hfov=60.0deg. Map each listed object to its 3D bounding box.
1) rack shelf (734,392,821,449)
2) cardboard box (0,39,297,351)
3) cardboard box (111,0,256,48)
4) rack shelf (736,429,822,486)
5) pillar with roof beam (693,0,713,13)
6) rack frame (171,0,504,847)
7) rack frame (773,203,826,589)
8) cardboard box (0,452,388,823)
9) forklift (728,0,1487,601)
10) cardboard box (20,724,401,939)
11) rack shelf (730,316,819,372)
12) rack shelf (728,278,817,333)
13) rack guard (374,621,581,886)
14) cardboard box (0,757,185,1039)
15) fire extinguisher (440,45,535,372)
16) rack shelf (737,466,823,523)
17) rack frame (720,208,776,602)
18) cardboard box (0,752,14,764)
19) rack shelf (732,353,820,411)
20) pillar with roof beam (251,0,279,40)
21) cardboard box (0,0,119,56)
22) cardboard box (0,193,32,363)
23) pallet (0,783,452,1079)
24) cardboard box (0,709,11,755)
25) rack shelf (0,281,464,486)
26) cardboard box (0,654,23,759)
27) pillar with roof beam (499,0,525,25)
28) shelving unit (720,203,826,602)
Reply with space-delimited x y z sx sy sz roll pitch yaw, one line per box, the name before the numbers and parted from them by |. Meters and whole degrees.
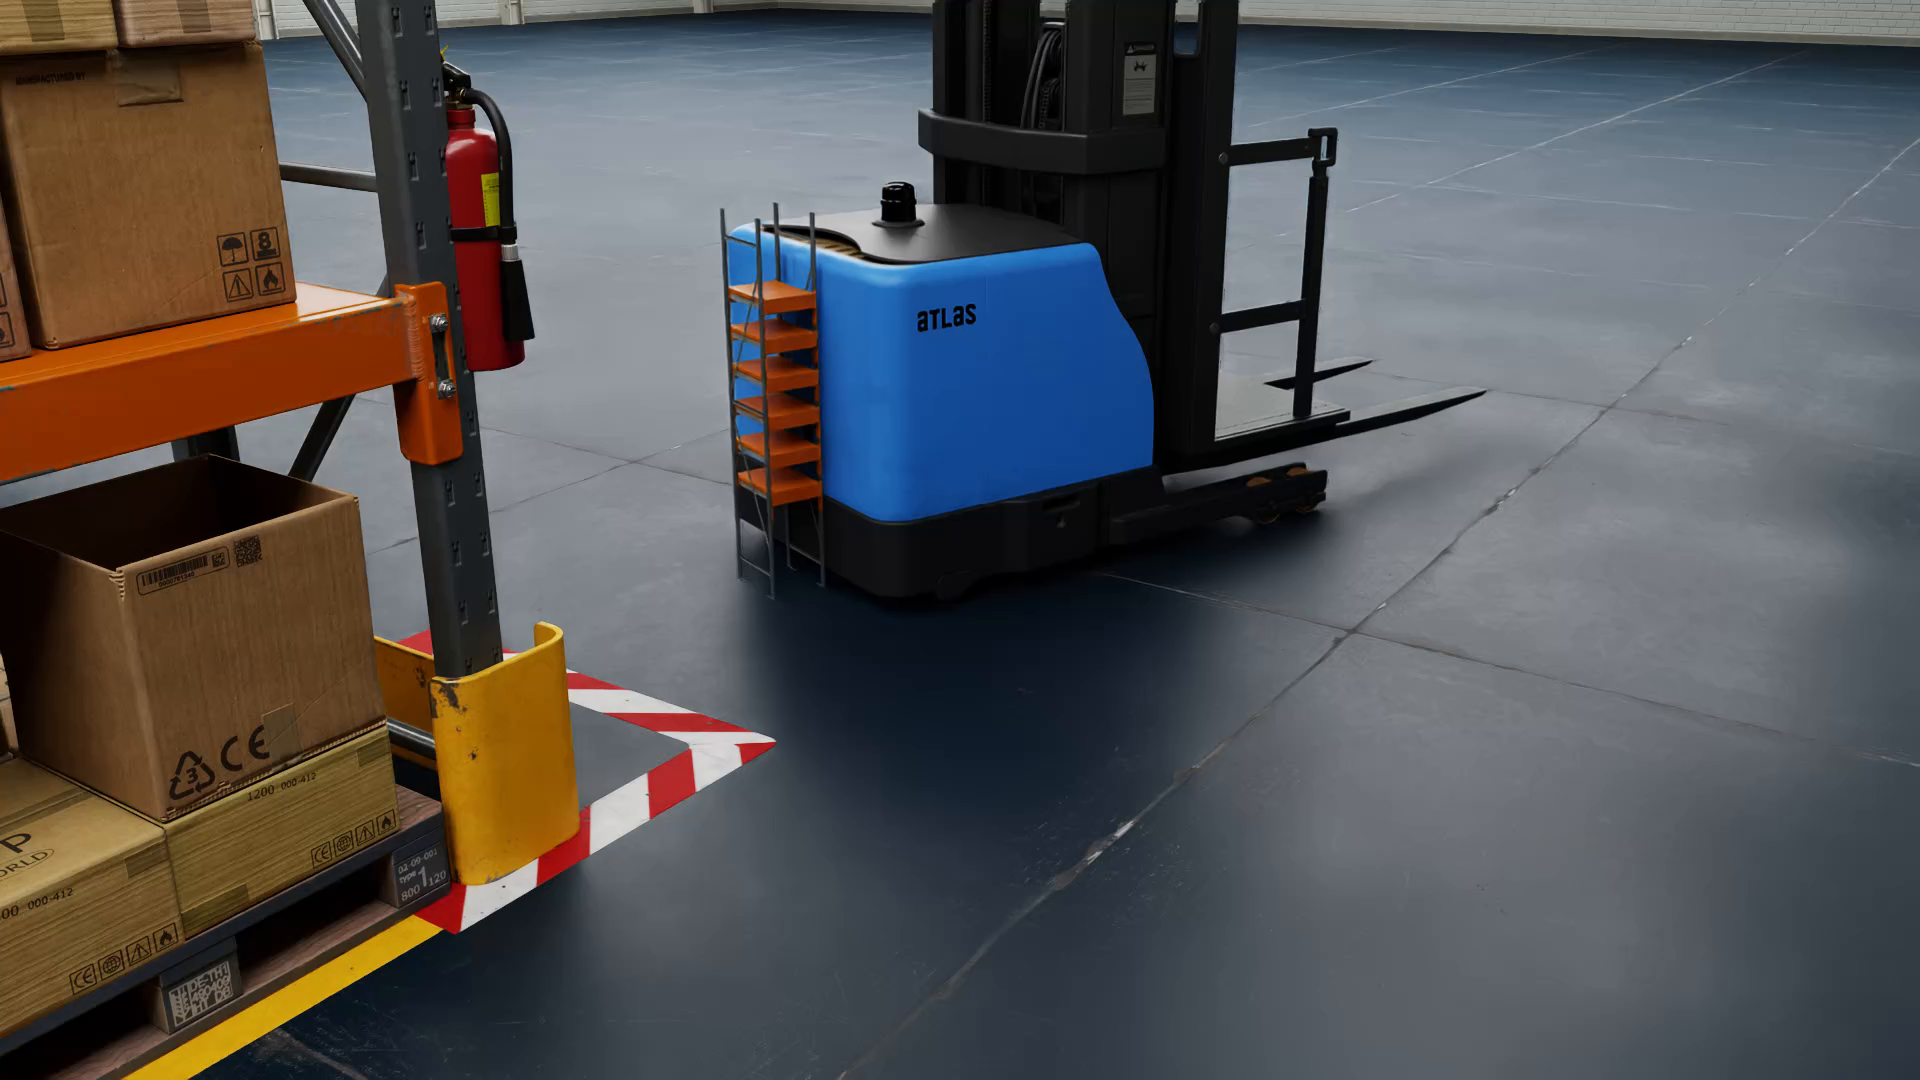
rack shelf | -0.577 -0.379 5.189 0.180 0.103 0.258 -14 24 -33
cardboard box | -1.737 -0.702 3.196 0.700 0.500 0.500 13 24 32
cardboard box | -1.521 -0.991 3.042 0.380 0.149 0.250 13 24 31
rack shelf | -0.577 -0.267 5.231 0.180 0.103 0.258 -14 24 -33
pillar with roof beam | -2.670 -16.177 36.528 9.100 9.000 0.400 13 24 32
rack frame | -1.464 -0.787 3.569 1.000 3.000 0.127 13 24 32
rack frame | -0.503 -0.439 5.223 0.006 1.200 0.240 -14 24 -33
cardboard box | -1.519 0.166 3.270 0.500 0.500 0.500 13 24 32
forklift | 0.717 -1.567 5.776 3.031 2.935 1.130 -14 24 -33
cardboard box | -1.521 0.517 3.401 0.500 0.250 0.500 13 24 32
rack shelf | -0.577 -0.604 5.106 0.180 0.103 0.258 -14 24 -33
rack shelf | -0.577 -0.717 5.064 0.180 0.103 0.258 -14 24 -33
rack guard | -1.450 0.379 4.021 1.175 0.500 0.348 13 24 32
cardboard box | -1.792 0.663 3.007 0.500 0.250 0.500 13 24 32
fire extinguisher | -1.013 -0.694 3.429 0.296 0.674 0.183 13 24 32
rack shelf | -0.577 -0.154 5.272 0.180 0.103 0.258 -14 24 -33
rack frame | -0.652 -0.403 5.124 0.006 1.200 0.240 -14 24 -33
cardboard box | -2.227 0.560 3.284 0.500 0.250 0.500 13 24 32
rack shelf | -0.577 -0.492 5.148 0.180 0.103 0.258 -14 24 -33
pillar with roof beam | -9.415 -12.734 27.220 9.100 9.000 0.400 13 24 32
cardboard box | -1.667 -0.916 2.838 0.380 0.149 0.250 14 24 33
cardboard box | -2.028 -0.551 2.786 0.700 0.500 0.500 14 24 33
pallet | -1.859 0.748 3.437 1.003 0.211 1.213 13 24 32
cardboard box | -2.228 0.208 3.155 0.500 0.500 0.500 13 24 32
rack shelf | -2.588 0.124 2.142 1.077 0.370 4.000 13 24 32
cardboard box | -1.949 0.416 3.674 0.500 0.250 0.500 13 24 32
pillar with roof beam | -6.043 -14.456 31.874 9.100 9.000 0.400 13 24 32
shelving unit | -0.577 -0.421 5.174 0.189 1.200 0.258 -14 24 -33
